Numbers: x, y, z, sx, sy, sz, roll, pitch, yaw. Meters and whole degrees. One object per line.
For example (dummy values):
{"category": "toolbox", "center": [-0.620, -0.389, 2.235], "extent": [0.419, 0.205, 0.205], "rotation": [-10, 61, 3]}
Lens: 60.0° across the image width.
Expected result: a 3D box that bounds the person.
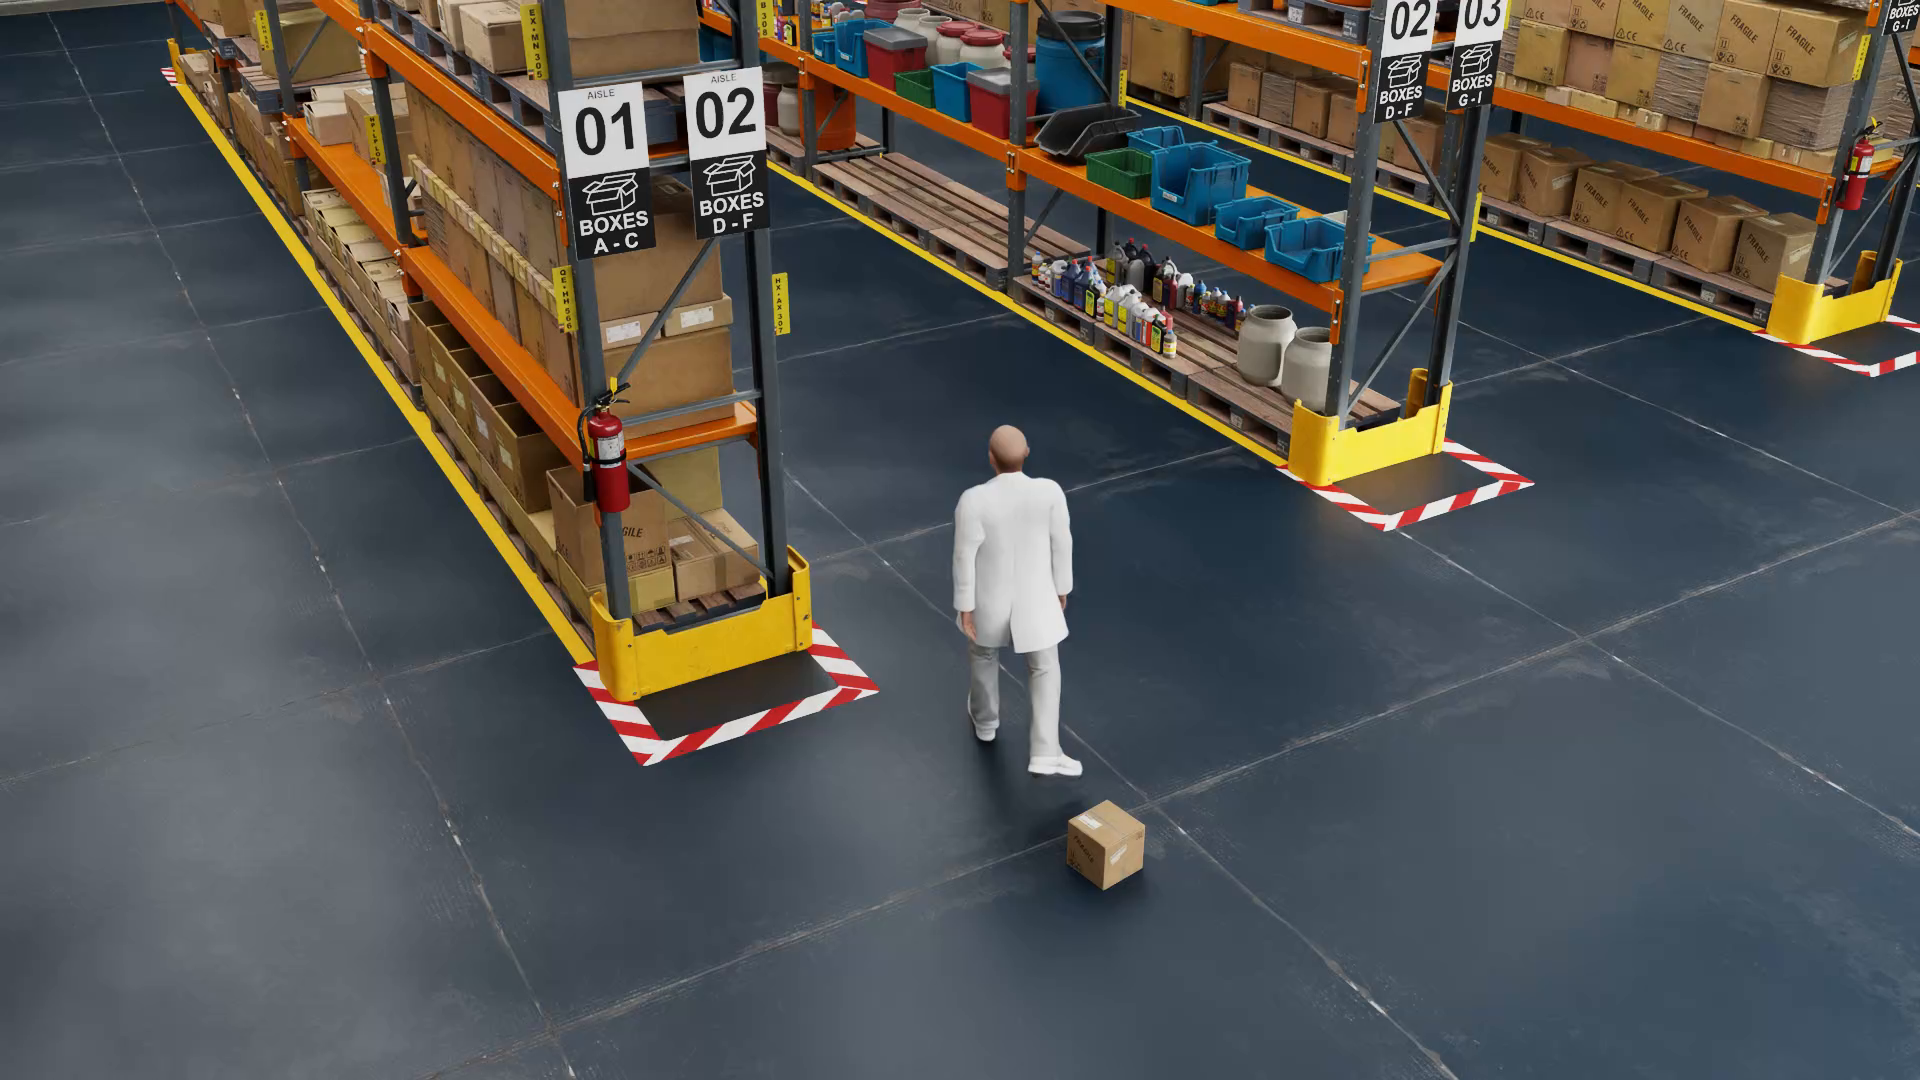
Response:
{"category": "person", "center": [0.274, 0.306, 8.000], "extent": [0.619, 1.762, 0.955], "rotation": [-2, 29, -3]}
